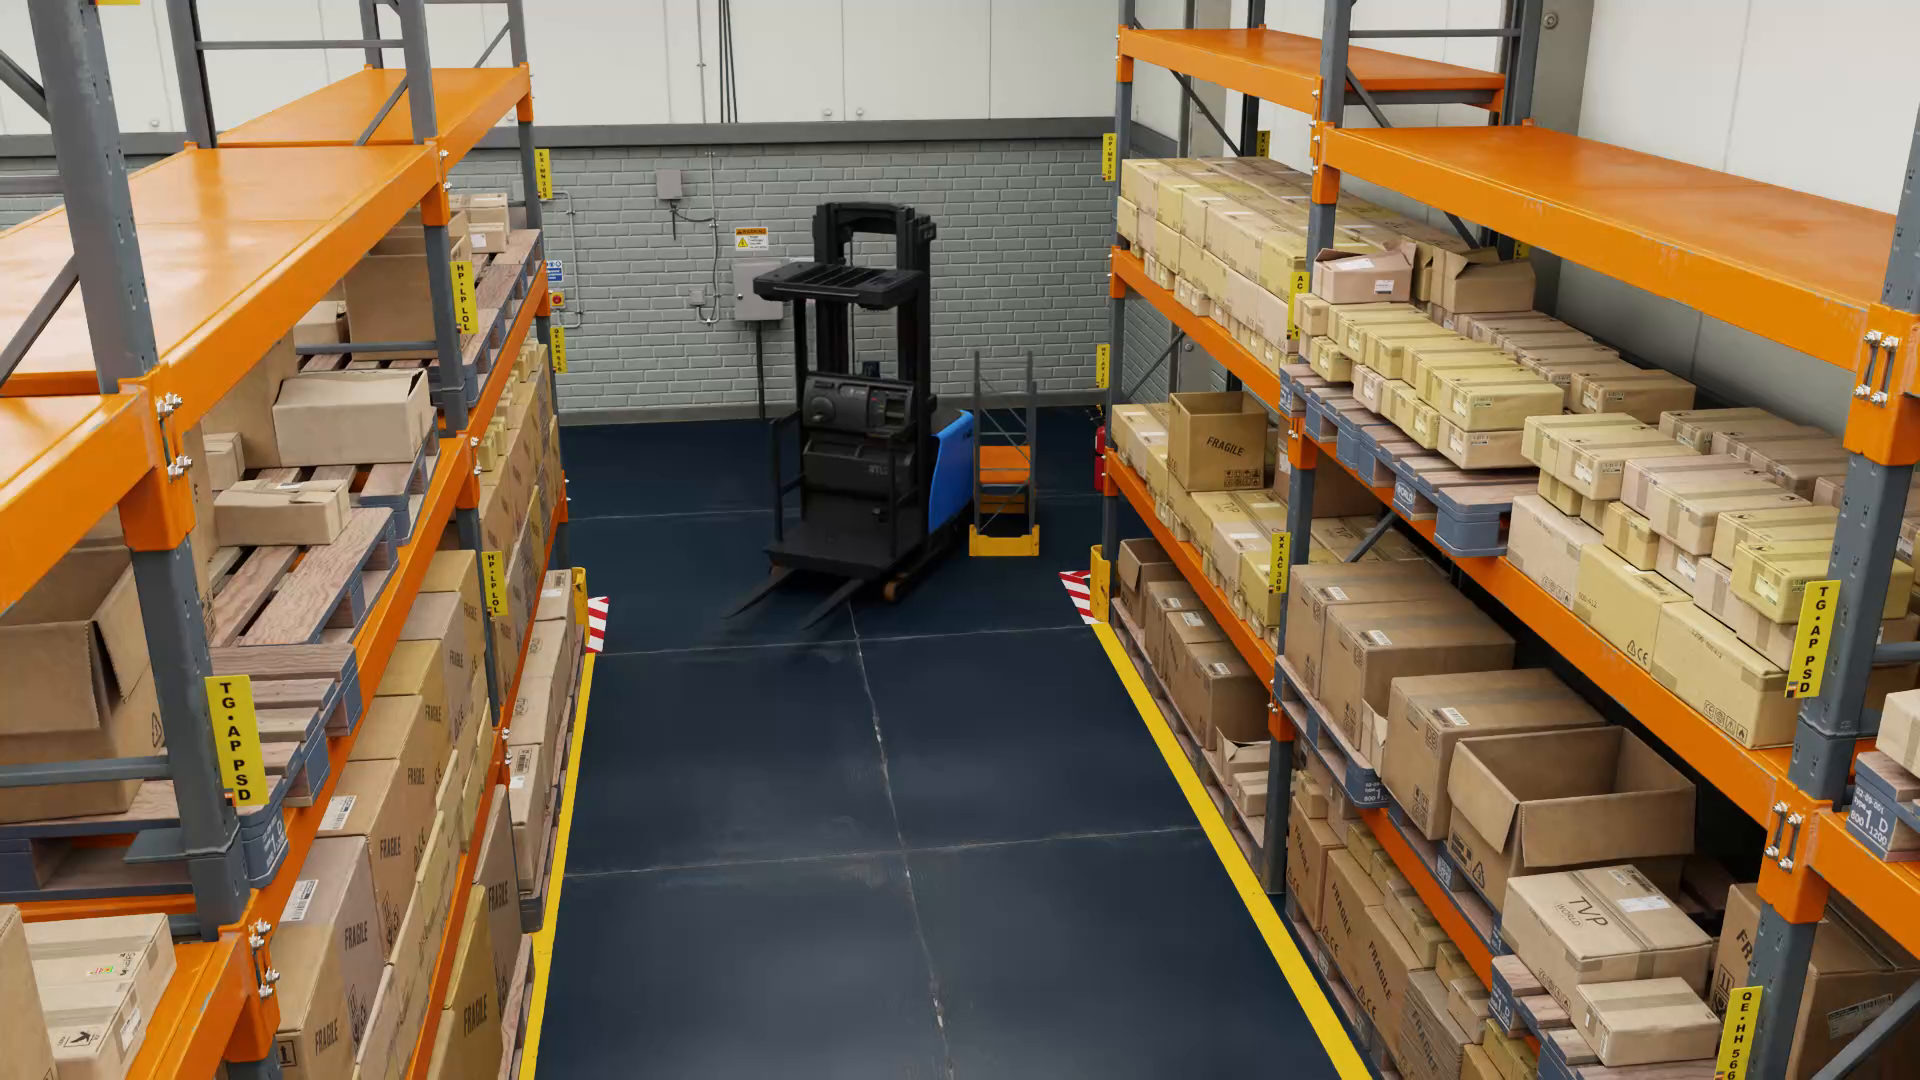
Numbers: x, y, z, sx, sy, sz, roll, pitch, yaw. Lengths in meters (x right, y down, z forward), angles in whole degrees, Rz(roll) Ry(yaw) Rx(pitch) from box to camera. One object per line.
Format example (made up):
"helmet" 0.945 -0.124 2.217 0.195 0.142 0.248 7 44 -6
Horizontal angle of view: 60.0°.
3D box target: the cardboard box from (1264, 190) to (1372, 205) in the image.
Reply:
"cardboard box" 2.130 -1.928 9.952 0.500 0.250 0.500 -3 21 -8

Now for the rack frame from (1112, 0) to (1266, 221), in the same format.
"rack frame" 1.585 -3.702 11.340 1.000 3.000 0.127 -3 21 -8

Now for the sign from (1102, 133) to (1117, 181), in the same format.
"sign" 1.049 -2.679 11.639 0.100 0.325 0.005 -3 21 -8

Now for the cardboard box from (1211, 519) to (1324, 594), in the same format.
"cardboard box" 1.760 0.088 9.558 0.500 0.250 0.500 -3 21 -8

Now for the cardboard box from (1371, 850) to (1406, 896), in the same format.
"cardboard box" 2.168 1.576 7.829 0.380 0.149 0.250 -3 21 -9

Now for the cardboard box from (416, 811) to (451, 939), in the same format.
"cardboard box" -2.194 1.250 6.157 0.500 0.250 0.500 -3 21 -7

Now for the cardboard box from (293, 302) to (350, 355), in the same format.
"cardboard box" -3.158 -1.046 7.965 0.396 0.266 0.258 -2 21 -6

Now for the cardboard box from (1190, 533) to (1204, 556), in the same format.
"cardboard box" 1.661 -0.022 10.420 0.380 0.149 0.250 -3 21 -8

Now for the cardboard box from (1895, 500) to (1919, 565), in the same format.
"cardboard box" 2.951 -0.013 4.972 0.380 0.149 0.250 -3 21 -7

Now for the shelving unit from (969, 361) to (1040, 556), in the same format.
"shelving unit" 0.373 -0.759 14.180 0.587 1.500 1.083 0 20 0

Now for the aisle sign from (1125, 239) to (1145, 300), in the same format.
"aisle sign" 1.285 -2.118 11.959 0.394 0.787 0.004 -3 21 -8

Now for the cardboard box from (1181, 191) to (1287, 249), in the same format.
"cardboard box" 1.625 -1.907 9.898 0.500 0.250 0.500 -2 21 -6

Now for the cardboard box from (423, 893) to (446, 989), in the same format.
"cardboard box" -2.230 1.489 6.232 0.500 0.250 0.500 -3 21 -8

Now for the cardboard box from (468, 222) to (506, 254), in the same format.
"cardboard box" -3.032 -1.878 10.362 0.380 0.149 0.250 -5 21 -12

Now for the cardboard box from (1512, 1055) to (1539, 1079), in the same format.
"cardboard box" 2.359 2.111 6.398 0.380 0.149 0.250 -2 21 -6

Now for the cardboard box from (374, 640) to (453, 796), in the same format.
"cardboard box" -2.301 0.727 6.484 0.500 0.500 0.500 -2 21 -6

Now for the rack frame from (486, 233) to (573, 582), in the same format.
"rack frame" -3.326 -0.640 11.716 1.000 3.000 0.127 -3 21 -8

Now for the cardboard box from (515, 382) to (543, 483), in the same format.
"cardboard box" -2.848 -0.649 10.170 0.500 0.500 0.500 -3 21 -8

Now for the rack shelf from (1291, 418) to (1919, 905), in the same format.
"rack shelf" 2.450 0.118 6.429 1.077 0.370 4.000 -3 21 -8

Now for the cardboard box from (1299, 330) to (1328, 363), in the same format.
"cardboard box" 1.812 -0.914 7.780 0.380 0.149 0.250 -3 21 -7

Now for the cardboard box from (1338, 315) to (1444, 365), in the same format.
"cardboard box" 1.875 -0.873 7.243 0.380 0.149 0.250 -3 21 -9

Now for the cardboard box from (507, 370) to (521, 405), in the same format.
"cardboard box" -2.838 -0.906 9.929 0.380 0.149 0.250 -2 21 -6

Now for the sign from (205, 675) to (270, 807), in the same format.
"sign" -1.635 0.456 3.756 0.100 0.325 0.005 -3 21 -8

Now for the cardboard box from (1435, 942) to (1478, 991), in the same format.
"cardboard box" 2.268 1.842 7.116 0.380 0.149 0.250 -3 21 -8

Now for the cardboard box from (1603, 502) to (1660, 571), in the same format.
"cardboard box" 2.340 -0.021 5.416 0.380 0.149 0.250 -3 21 -8

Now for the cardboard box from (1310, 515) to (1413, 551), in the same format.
"cardboard box" 2.279 0.066 9.616 0.500 0.250 0.500 -3 21 -8

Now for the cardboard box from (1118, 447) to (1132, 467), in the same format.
"cardboard box" 1.361 -0.646 12.092 0.380 0.149 0.250 -3 21 -8

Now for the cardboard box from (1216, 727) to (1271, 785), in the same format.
"cardboard box" 1.740 1.276 9.895 0.396 0.266 0.258 -2 21 -6

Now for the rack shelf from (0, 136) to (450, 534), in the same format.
"rack shelf" -2.461 -0.848 5.300 1.077 0.370 4.000 -3 21 -8

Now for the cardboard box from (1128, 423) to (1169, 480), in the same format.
"cardboard box" 1.457 -0.615 11.440 0.500 0.250 0.500 -3 21 -7

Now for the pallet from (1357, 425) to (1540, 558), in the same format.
"pallet" 2.339 -0.235 6.615 1.213 0.211 1.003 -3 21 -8

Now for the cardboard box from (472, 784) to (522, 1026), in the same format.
"cardboard box" -2.581 1.754 7.743 0.875 0.875 0.875 -2 21 -6

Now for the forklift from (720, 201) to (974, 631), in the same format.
"forklift" -0.882 -1.053 12.921 1.130 2.935 3.031 8 22 20

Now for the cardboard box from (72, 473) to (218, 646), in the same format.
"cardboard box" -2.503 0.148 4.577 0.700 0.500 0.500 -4 21 -10

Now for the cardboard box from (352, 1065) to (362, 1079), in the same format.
"cardboard box" -2.001 1.778 4.742 0.500 0.250 0.500 -3 21 -8

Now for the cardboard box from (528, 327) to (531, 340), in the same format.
"cardboard box" -3.076 -1.345 11.105 0.380 0.149 0.250 -3 21 -7

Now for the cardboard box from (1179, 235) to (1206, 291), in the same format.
"cardboard box" 1.632 -1.668 9.970 0.500 0.250 0.500 -3 21 -9

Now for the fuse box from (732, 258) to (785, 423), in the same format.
"fuse box" -2.062 -2.043 17.314 0.539 1.711 0.414 -3 21 -8

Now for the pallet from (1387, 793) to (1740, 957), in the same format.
"pallet" 2.454 1.295 6.810 1.003 0.211 1.213 -3 21 -8

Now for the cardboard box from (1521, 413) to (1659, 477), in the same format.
"cardboard box" 2.209 -0.336 5.835 0.380 0.149 0.250 -3 21 -8

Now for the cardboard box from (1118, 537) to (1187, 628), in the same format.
"cardboard box" 1.580 0.298 12.174 0.797 0.503 0.637 -4 21 -10

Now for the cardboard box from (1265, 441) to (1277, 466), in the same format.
"cardboard box" 2.054 -0.464 11.036 0.500 0.250 0.500 -2 21 -6

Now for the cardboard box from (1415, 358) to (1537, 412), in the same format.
"cardboard box" 2.025 -0.609 6.537 0.380 0.149 0.250 -3 21 -7

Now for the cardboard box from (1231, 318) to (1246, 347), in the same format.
"cardboard box" 1.725 -1.167 9.200 0.380 0.149 0.250 -3 21 -8

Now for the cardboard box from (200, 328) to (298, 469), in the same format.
"cardboard box" -2.909 -0.584 6.536 0.500 0.500 0.500 -3 21 -9

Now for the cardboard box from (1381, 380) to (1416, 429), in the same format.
"cardboard box" 1.961 -0.561 6.833 0.380 0.149 0.250 -3 21 -8

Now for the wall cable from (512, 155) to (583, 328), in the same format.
"wall cable" -4.162 -3.082 16.757 0.585 1.953 0.123 -3 21 -8

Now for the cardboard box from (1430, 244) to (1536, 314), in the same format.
"cardboard box" 2.345 -1.179 7.471 0.396 0.266 0.258 -3 21 -8

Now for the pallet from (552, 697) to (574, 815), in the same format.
"pallet" -2.961 1.361 10.345 1.003 0.211 1.213 -3 21 -8

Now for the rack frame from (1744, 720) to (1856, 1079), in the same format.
"rack frame" 2.739 1.878 4.974 1.000 3.000 0.127 -3 21 -8

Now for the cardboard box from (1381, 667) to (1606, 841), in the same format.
"cardboard box" 2.198 0.880 6.905 0.700 0.500 0.500 -3 21 -8

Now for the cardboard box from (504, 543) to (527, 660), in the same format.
"cardboard box" -2.626 0.348 8.928 0.500 0.500 0.500 -3 21 -7

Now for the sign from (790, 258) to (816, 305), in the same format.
"sign" -1.603 -2.698 17.364 0.329 0.494 0.001 -3 21 -8

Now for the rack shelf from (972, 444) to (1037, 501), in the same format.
"rack shelf" 0.373 -0.588 14.234 0.538 0.185 1.000 0 20 0

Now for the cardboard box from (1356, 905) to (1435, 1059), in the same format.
"cardboard box" 2.163 2.003 7.612 0.500 0.500 0.500 -4 21 -9

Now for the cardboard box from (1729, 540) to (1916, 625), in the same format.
"cardboard box" 2.396 0.113 4.632 0.380 0.149 0.250 -2 21 -6

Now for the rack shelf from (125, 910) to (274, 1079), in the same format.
"rack shelf" -1.884 1.754 2.047 1.077 0.370 4.000 -3 21 -8

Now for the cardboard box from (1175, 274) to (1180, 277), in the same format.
"cardboard box" 1.561 -1.613 10.395 0.380 0.149 0.250 -3 21 -8
